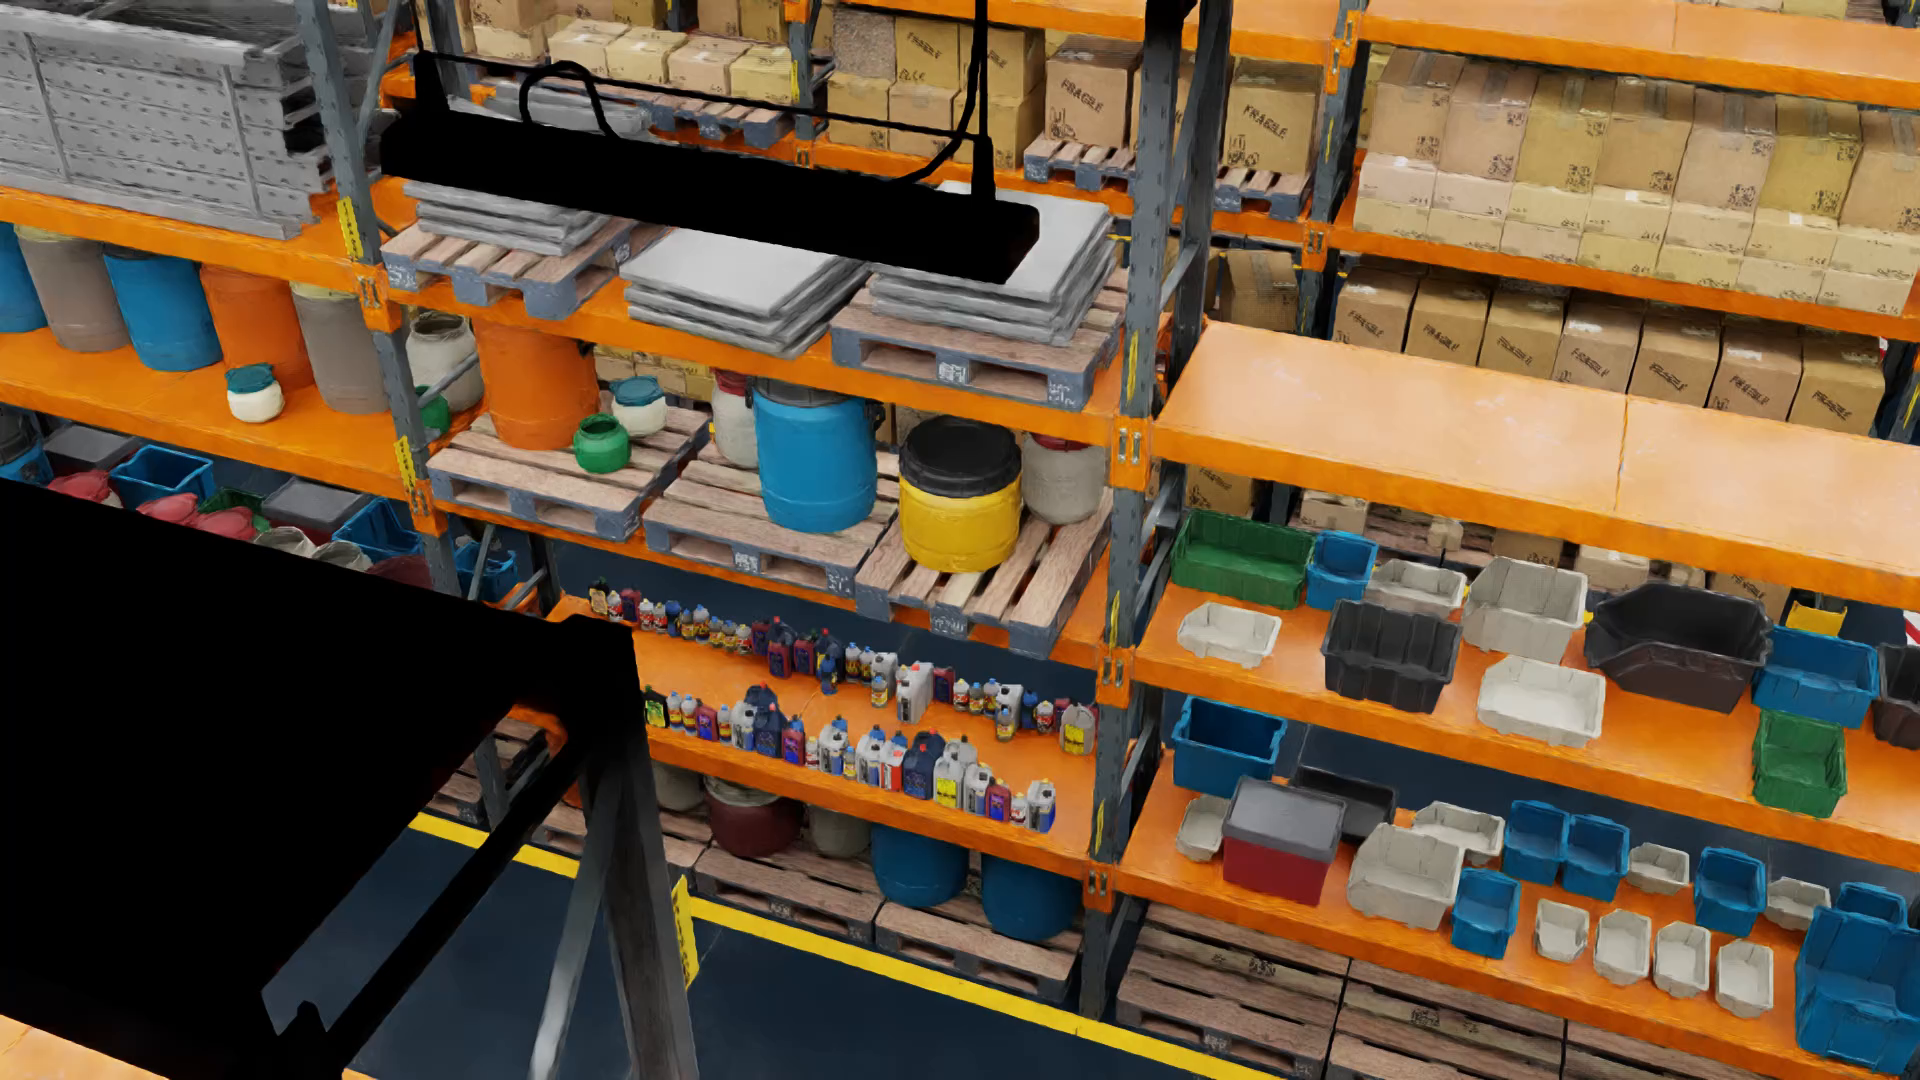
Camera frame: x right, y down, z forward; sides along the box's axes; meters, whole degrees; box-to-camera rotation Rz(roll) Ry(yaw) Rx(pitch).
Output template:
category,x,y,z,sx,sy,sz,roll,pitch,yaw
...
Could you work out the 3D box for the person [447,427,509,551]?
category,x,y,z,sx,sy,sz,roll,pitch,yaw
person,-3.898,-0.739,12.946,0.546,1.733,0.729,11,38,15
